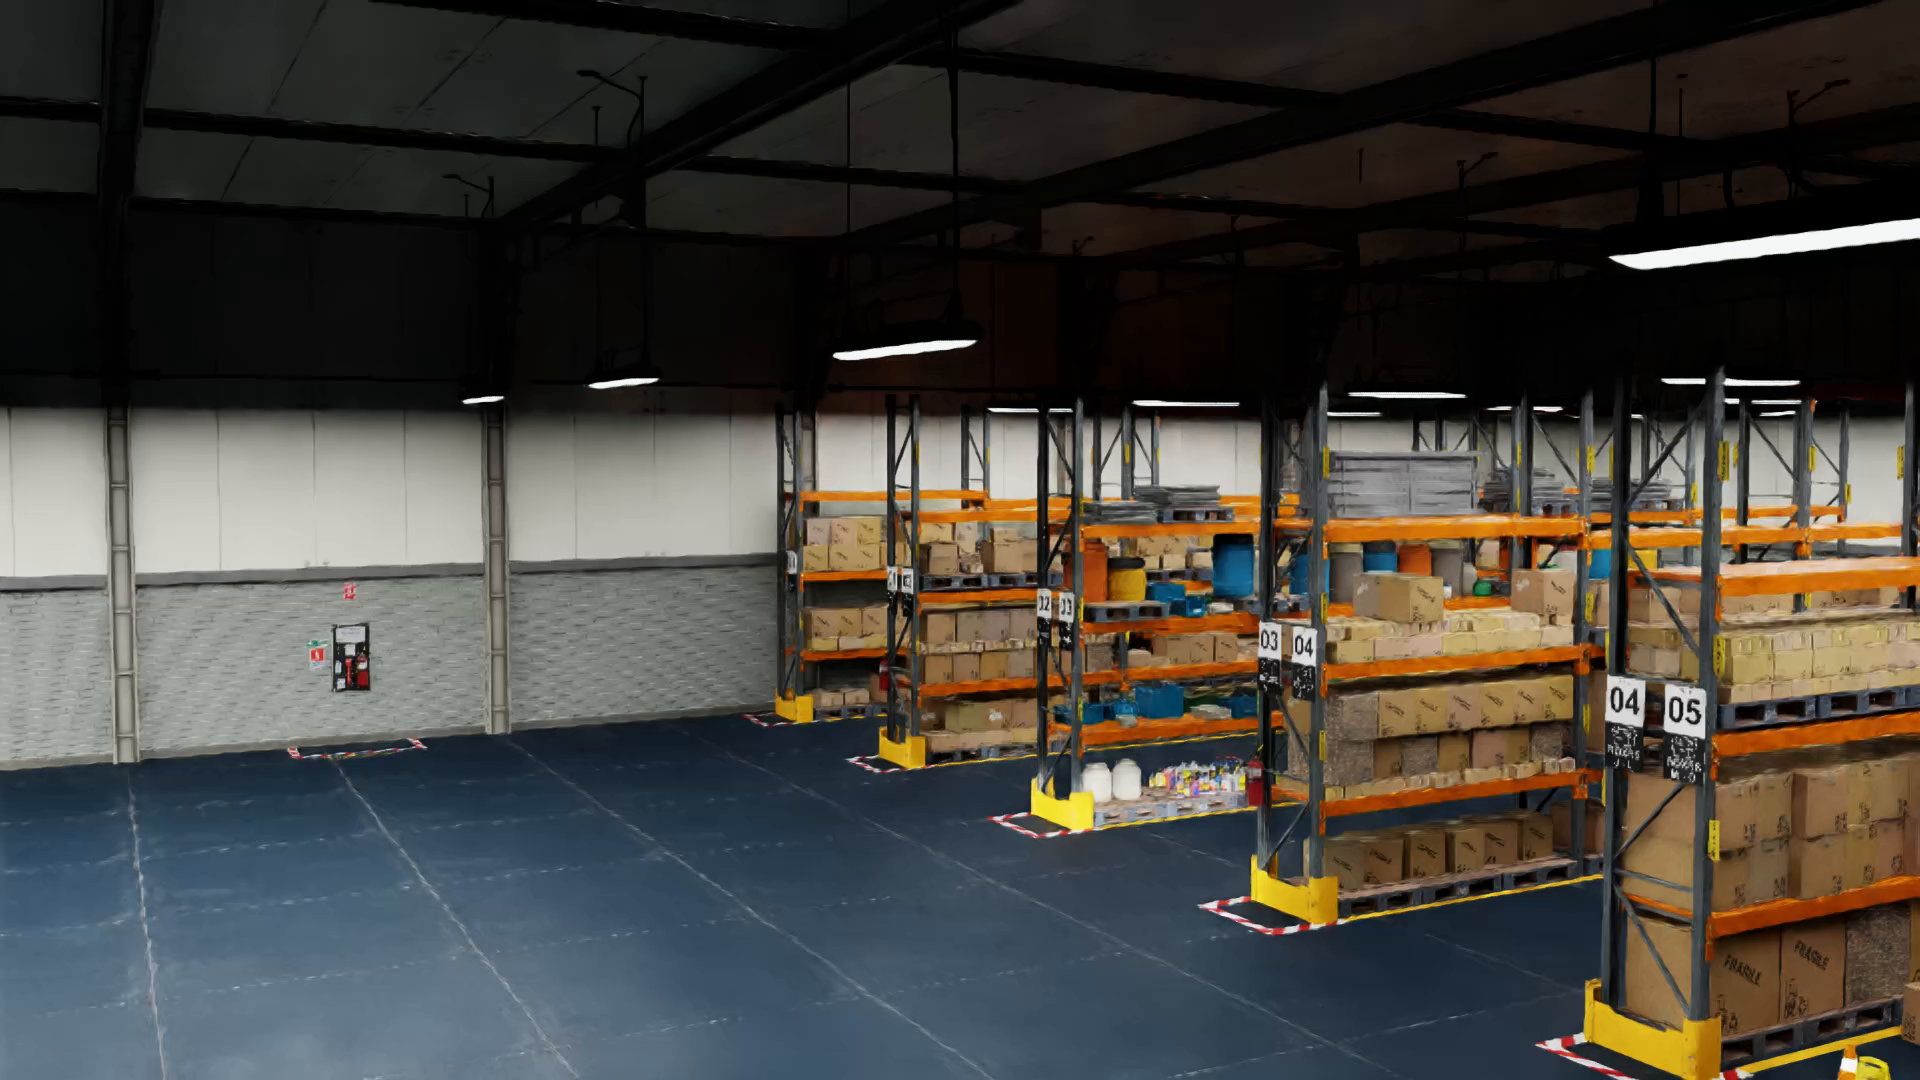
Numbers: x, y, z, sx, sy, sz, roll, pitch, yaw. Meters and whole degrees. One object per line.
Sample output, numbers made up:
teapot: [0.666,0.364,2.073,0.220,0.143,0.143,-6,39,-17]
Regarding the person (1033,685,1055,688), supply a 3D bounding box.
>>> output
person: [1.529,2.630,30.366,1.017,1.604,0.446,-1,3,-17]
